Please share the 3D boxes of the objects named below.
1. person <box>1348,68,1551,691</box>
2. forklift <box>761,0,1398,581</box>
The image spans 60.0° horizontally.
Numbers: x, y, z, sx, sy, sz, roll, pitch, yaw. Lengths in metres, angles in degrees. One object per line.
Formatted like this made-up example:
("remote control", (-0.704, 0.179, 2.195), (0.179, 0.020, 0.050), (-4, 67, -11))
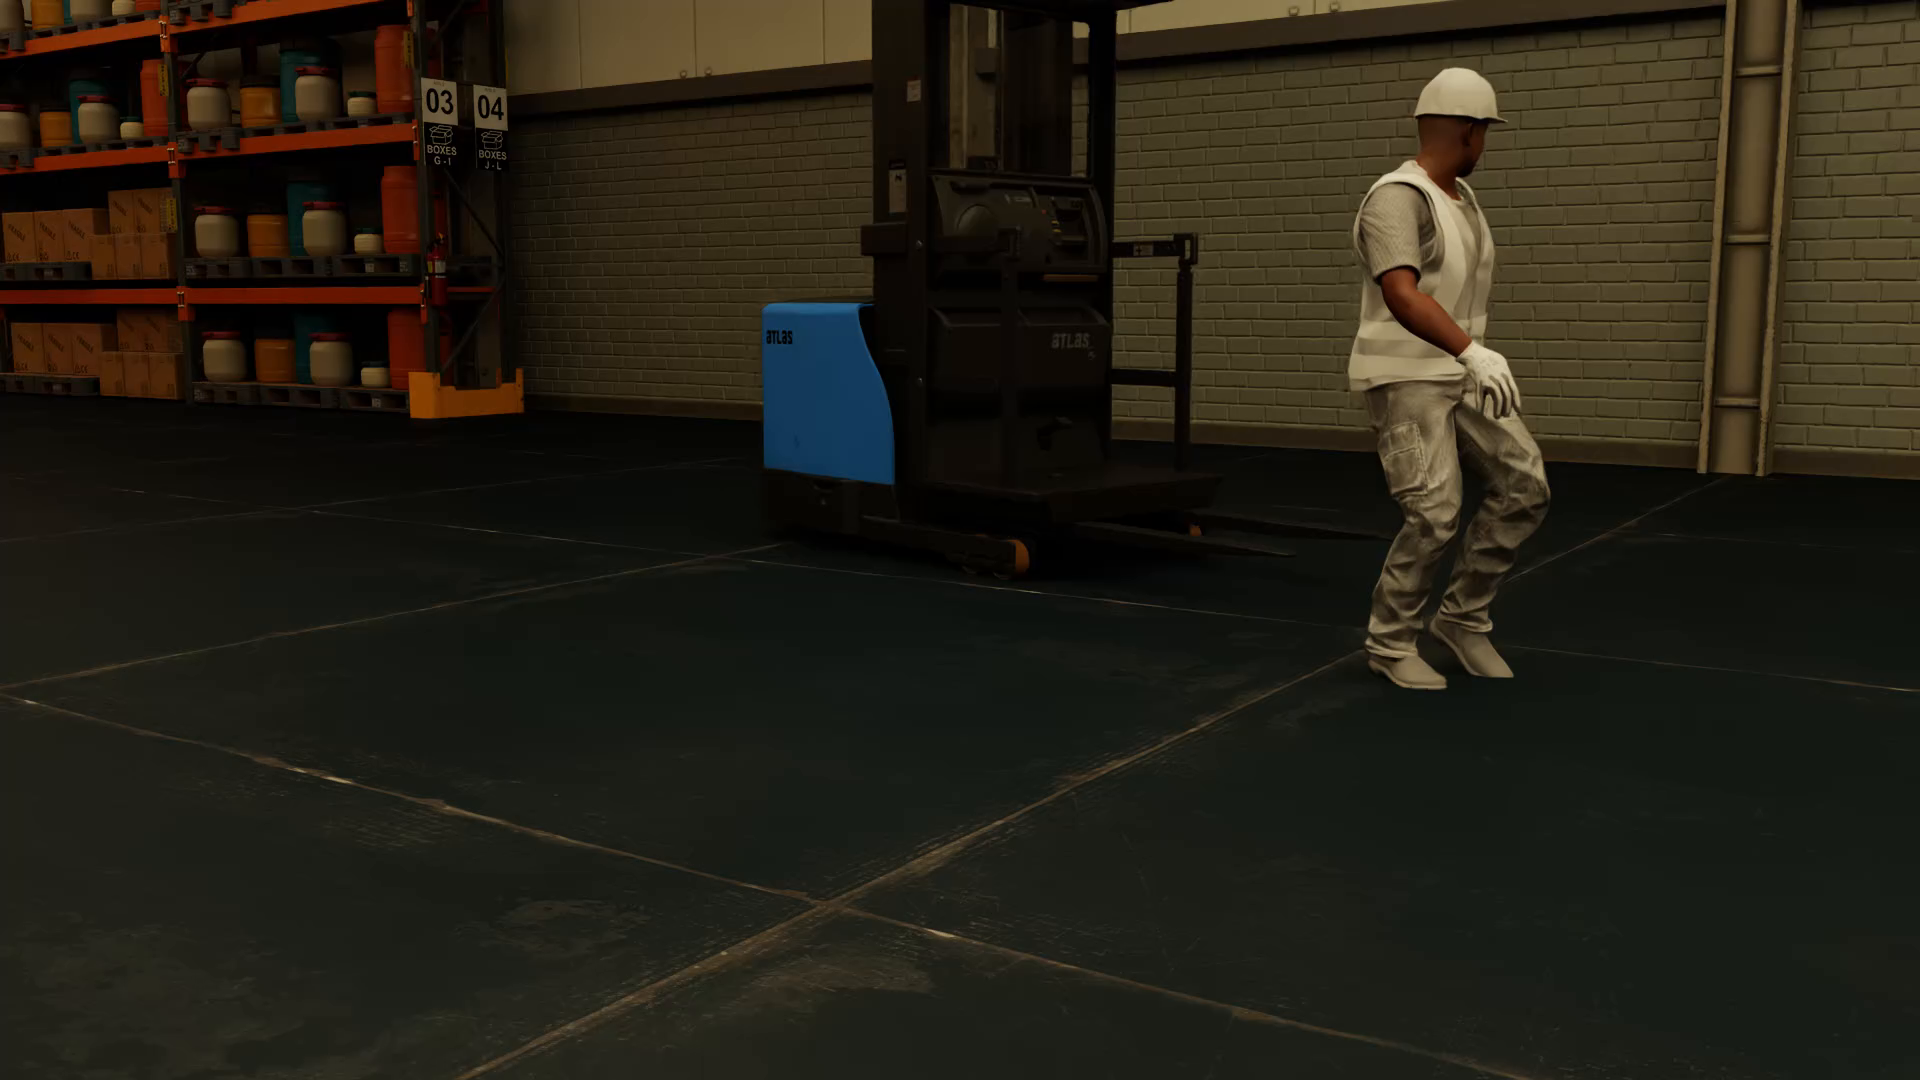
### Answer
("person", (1.370, -0.437, 4.735), (0.747, 1.754, 0.690), (-7, 11, -40))
("forklift", (0.397, -1.372, 6.840), (1.130, 2.935, 3.031), (-7, 11, -40))
